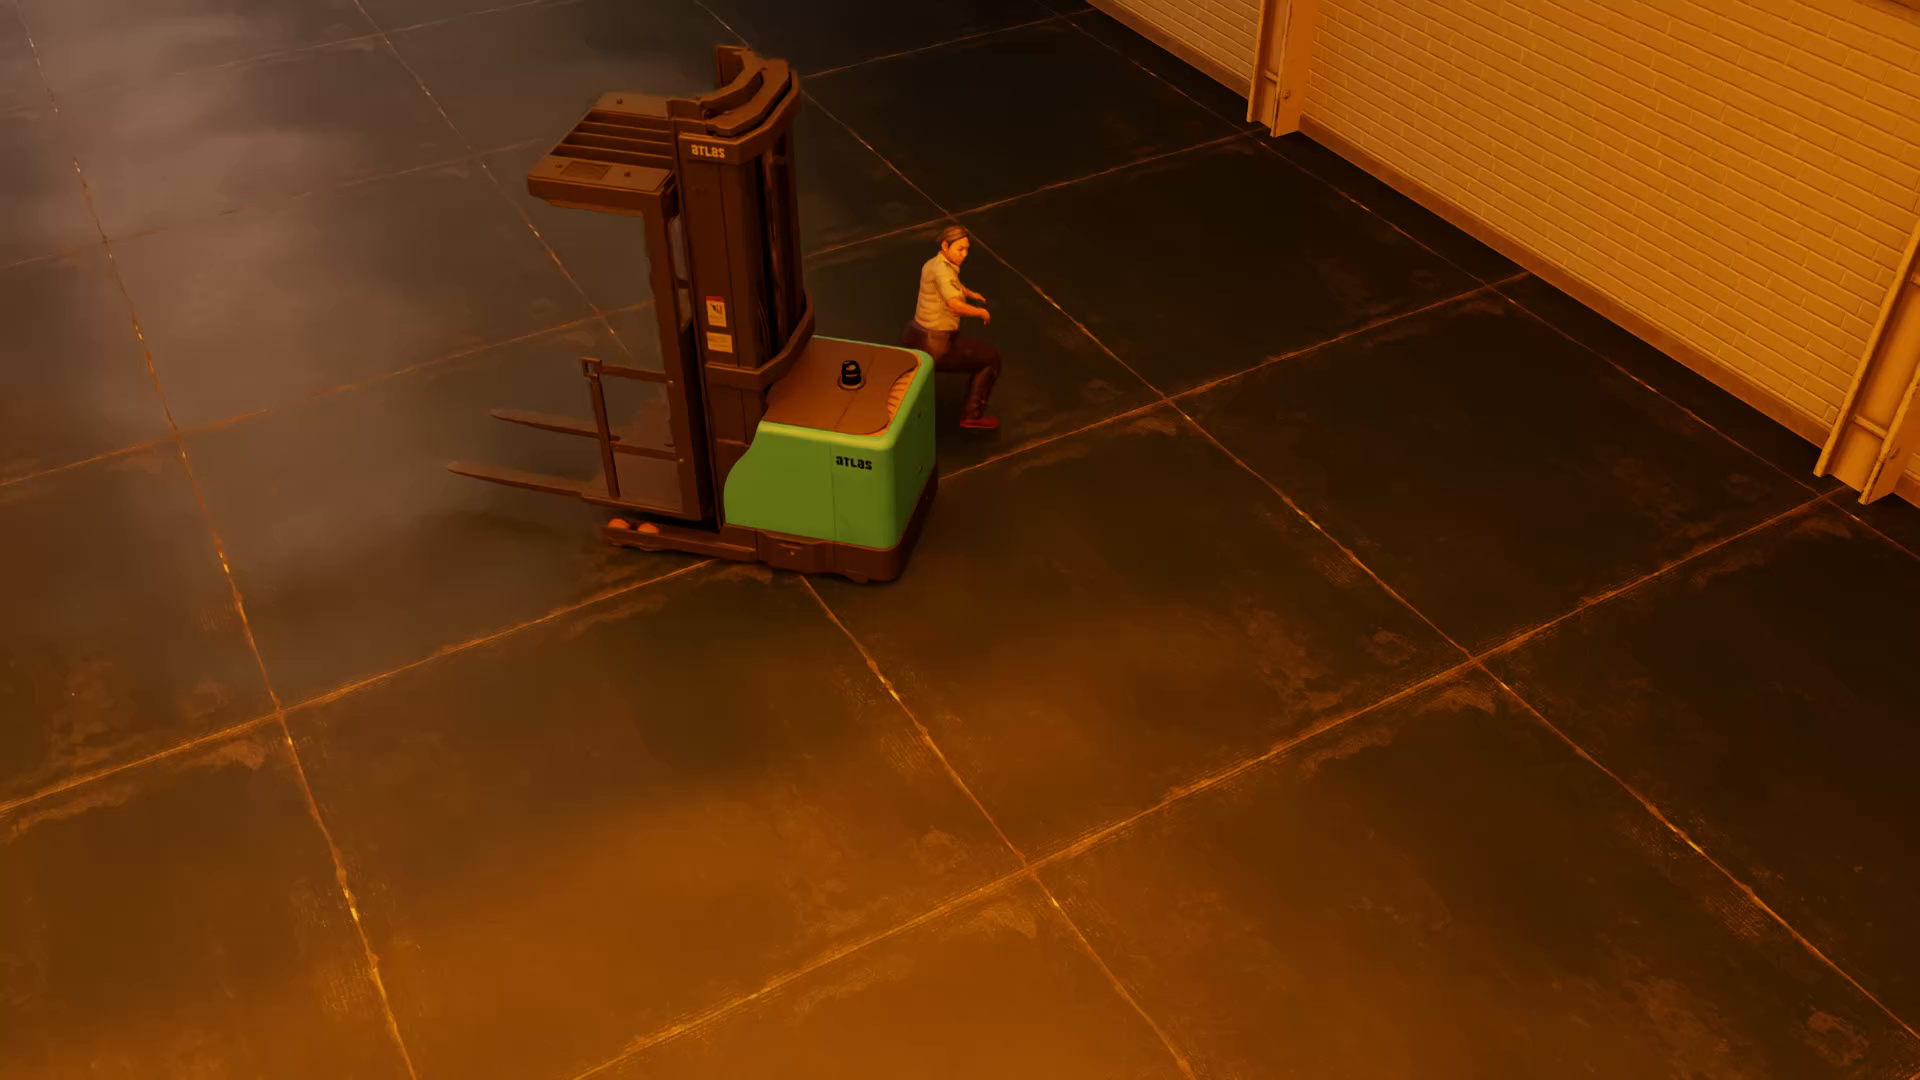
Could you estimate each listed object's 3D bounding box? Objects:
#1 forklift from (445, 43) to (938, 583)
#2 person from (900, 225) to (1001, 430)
[{"bbox_3d":[-1.714,-1.378,9.697,3.031,2.935,1.130,9,41,11],"label":"forklift"},{"bbox_3d":[-0.033,-1.417,10.996,0.802,1.432,0.818,-20,44,-22],"label":"person"}]
